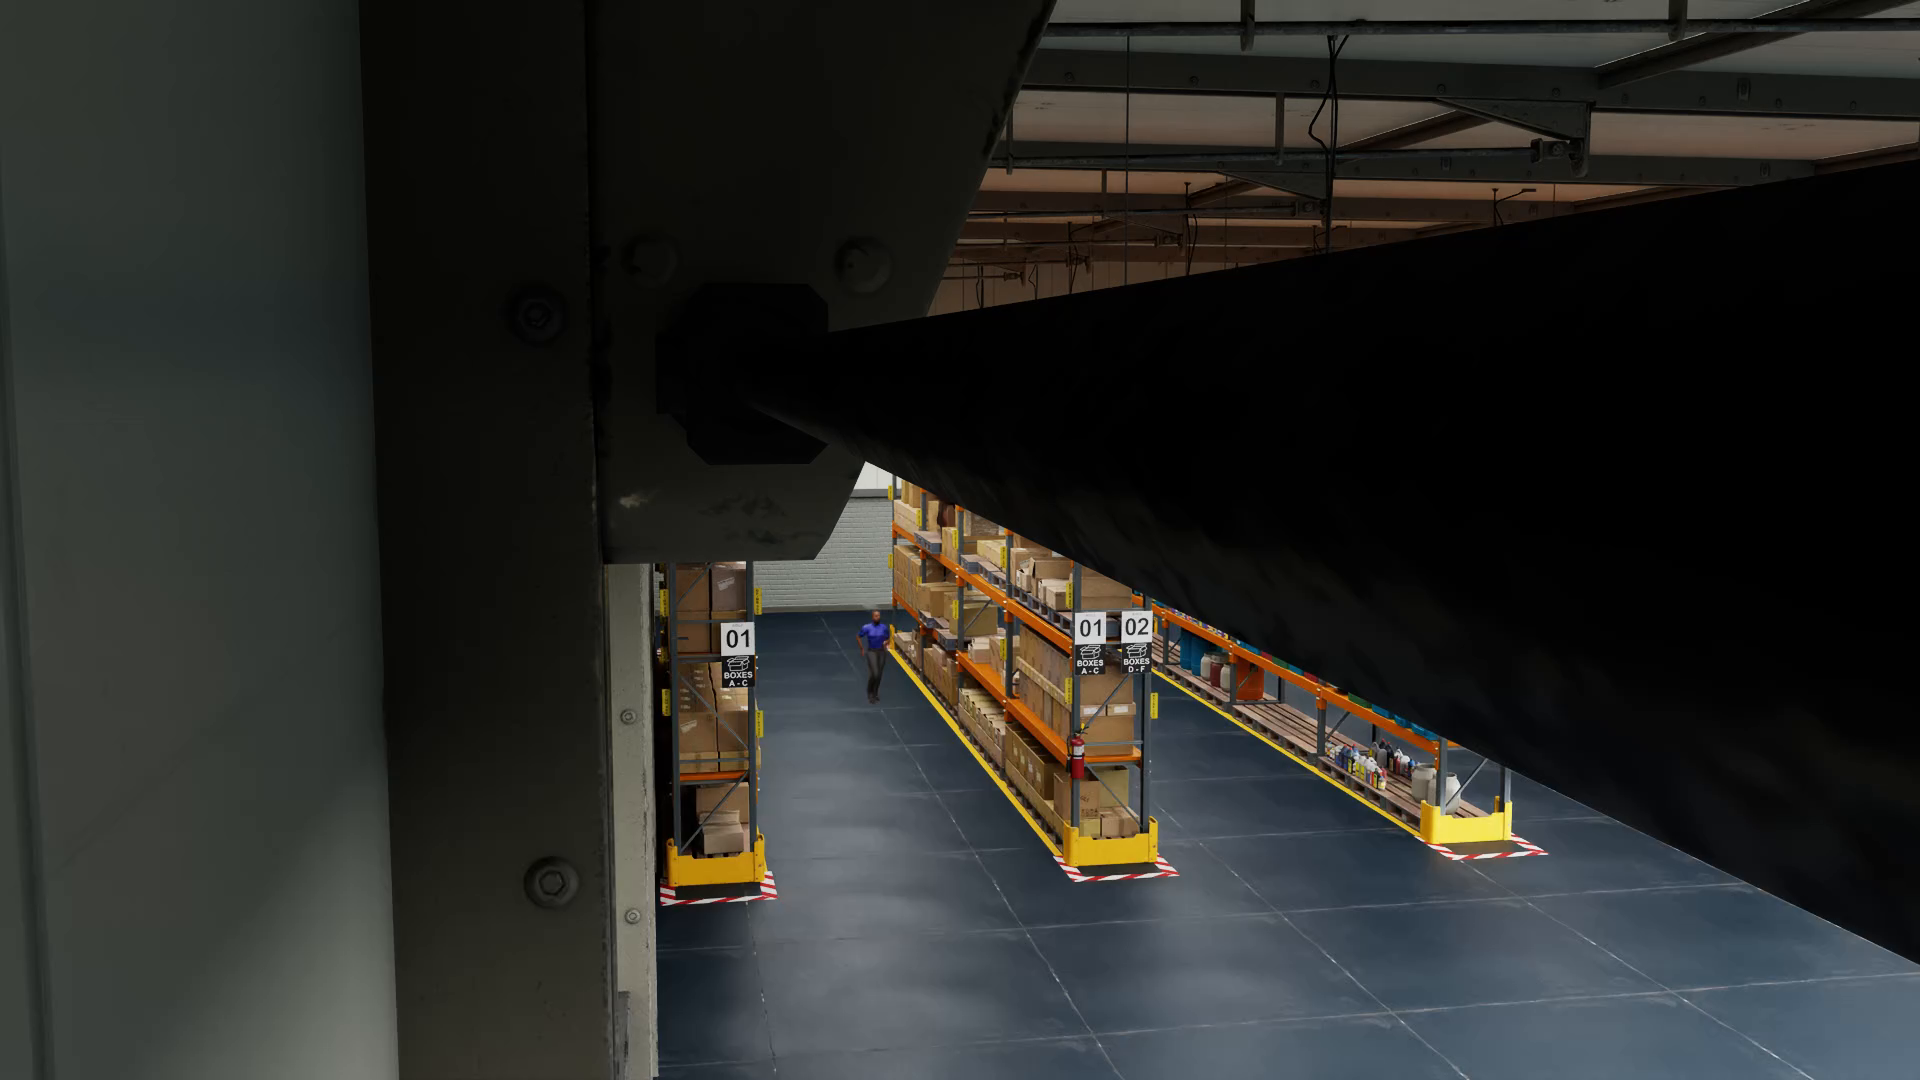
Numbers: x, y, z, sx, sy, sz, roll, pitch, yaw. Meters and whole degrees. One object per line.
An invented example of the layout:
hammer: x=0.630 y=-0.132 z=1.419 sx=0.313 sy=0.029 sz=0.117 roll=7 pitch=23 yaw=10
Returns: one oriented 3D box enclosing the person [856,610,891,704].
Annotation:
person: x=-1.478 y=2.066 z=29.326 sx=0.552 sy=1.670 sz=0.629 roll=-3 pitch=7 yaw=-24
